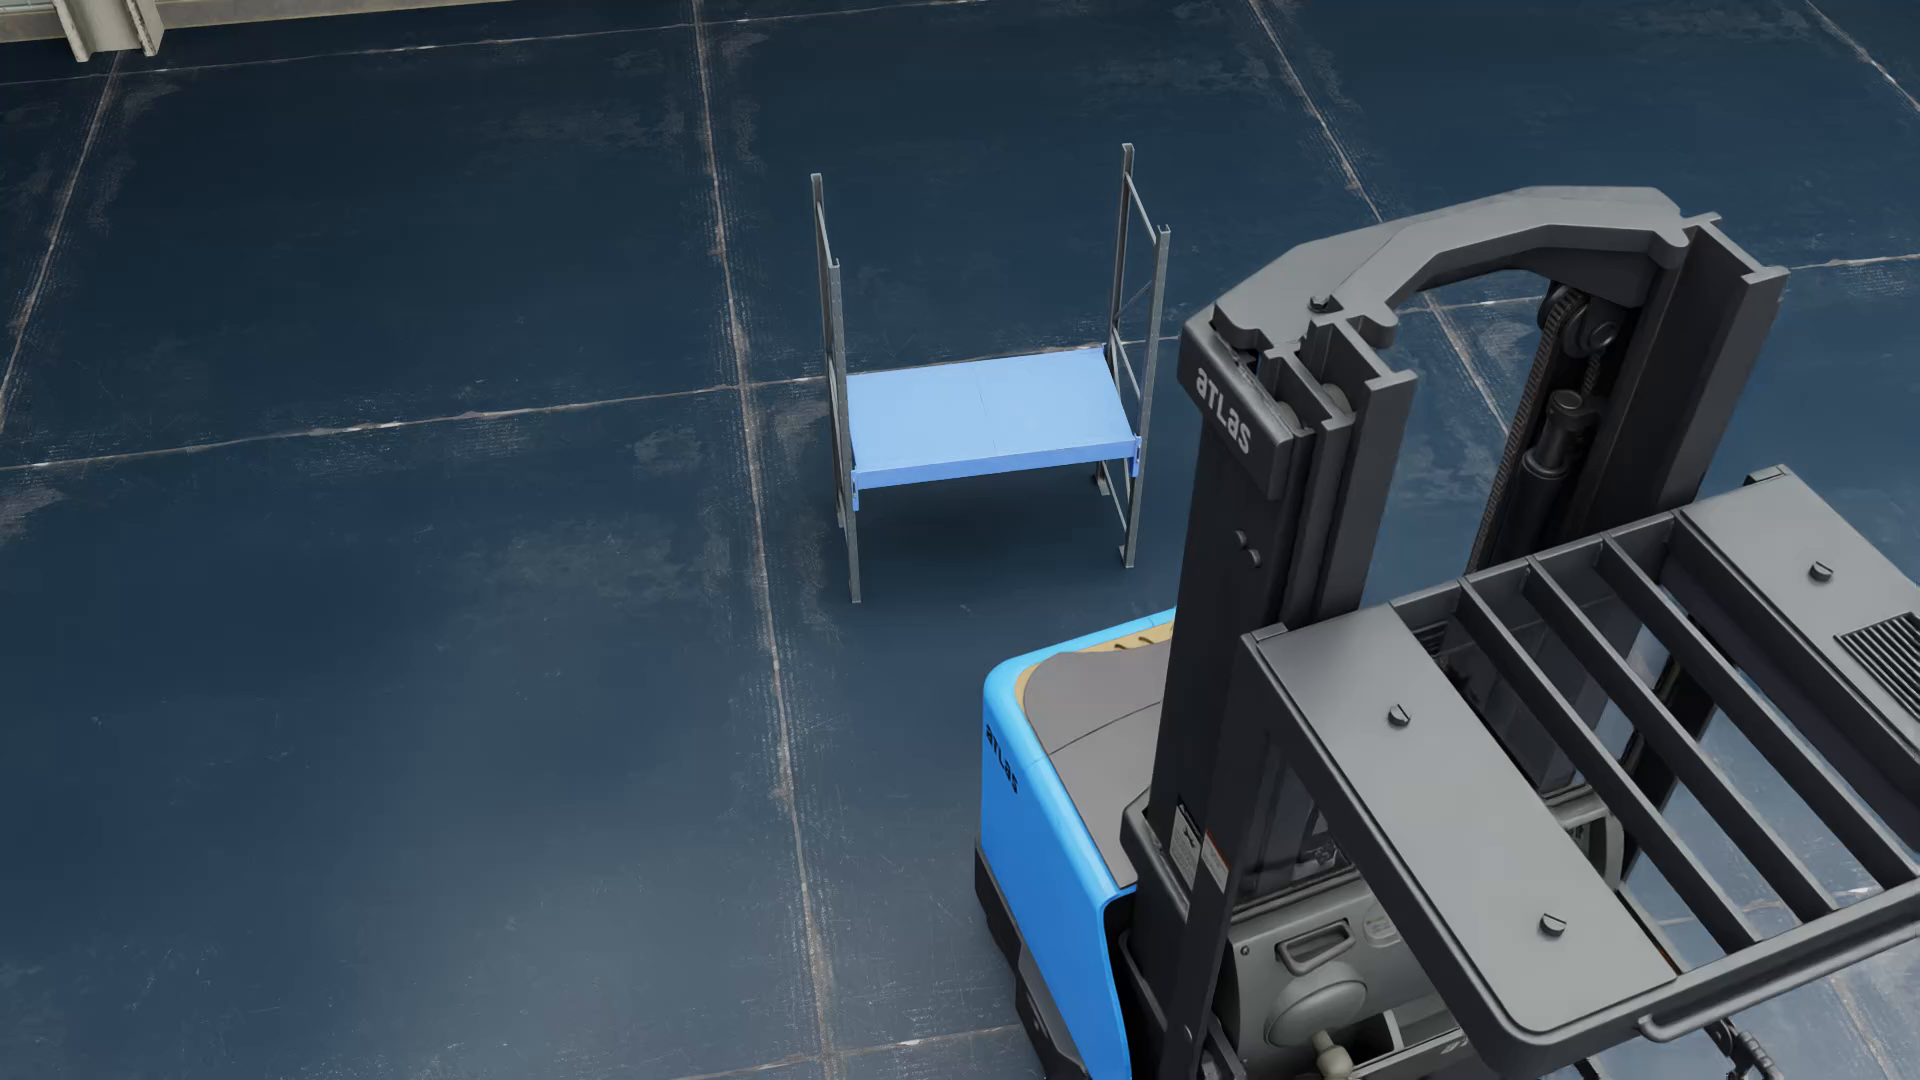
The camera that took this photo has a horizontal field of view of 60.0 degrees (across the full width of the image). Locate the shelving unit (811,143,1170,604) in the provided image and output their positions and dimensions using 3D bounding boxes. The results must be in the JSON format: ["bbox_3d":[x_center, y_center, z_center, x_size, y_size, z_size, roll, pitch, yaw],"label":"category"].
[{"bbox_3d":[0.084,-0.531,5.720,1.048,1.500,0.538,-7,46,-7],"label":"shelving unit"}]

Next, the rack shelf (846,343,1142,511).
[{"bbox_3d":[0.084,-0.406,5.850,1.000,0.185,0.538,-7,46,-7],"label":"rack shelf"}]

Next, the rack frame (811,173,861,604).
[{"bbox_3d":[-0.417,-0.468,5.660,0.032,1.500,0.500,-7,46,-7],"label":"rack frame"}]

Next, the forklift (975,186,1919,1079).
[{"bbox_3d":[1.062,0.924,3.324,1.130,2.935,3.031,-16,48,-15],"label":"forklift"}]

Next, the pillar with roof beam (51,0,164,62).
[{"bbox_3d":[-3.690,-2.686,2.589,0.400,9.000,9.100,-7,46,-7],"label":"pillar with roof beam"}]

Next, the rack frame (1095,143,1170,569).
[{"bbox_3d":[0.585,-0.593,5.780,0.032,1.500,0.500,-7,46,-7],"label":"rack frame"}]
